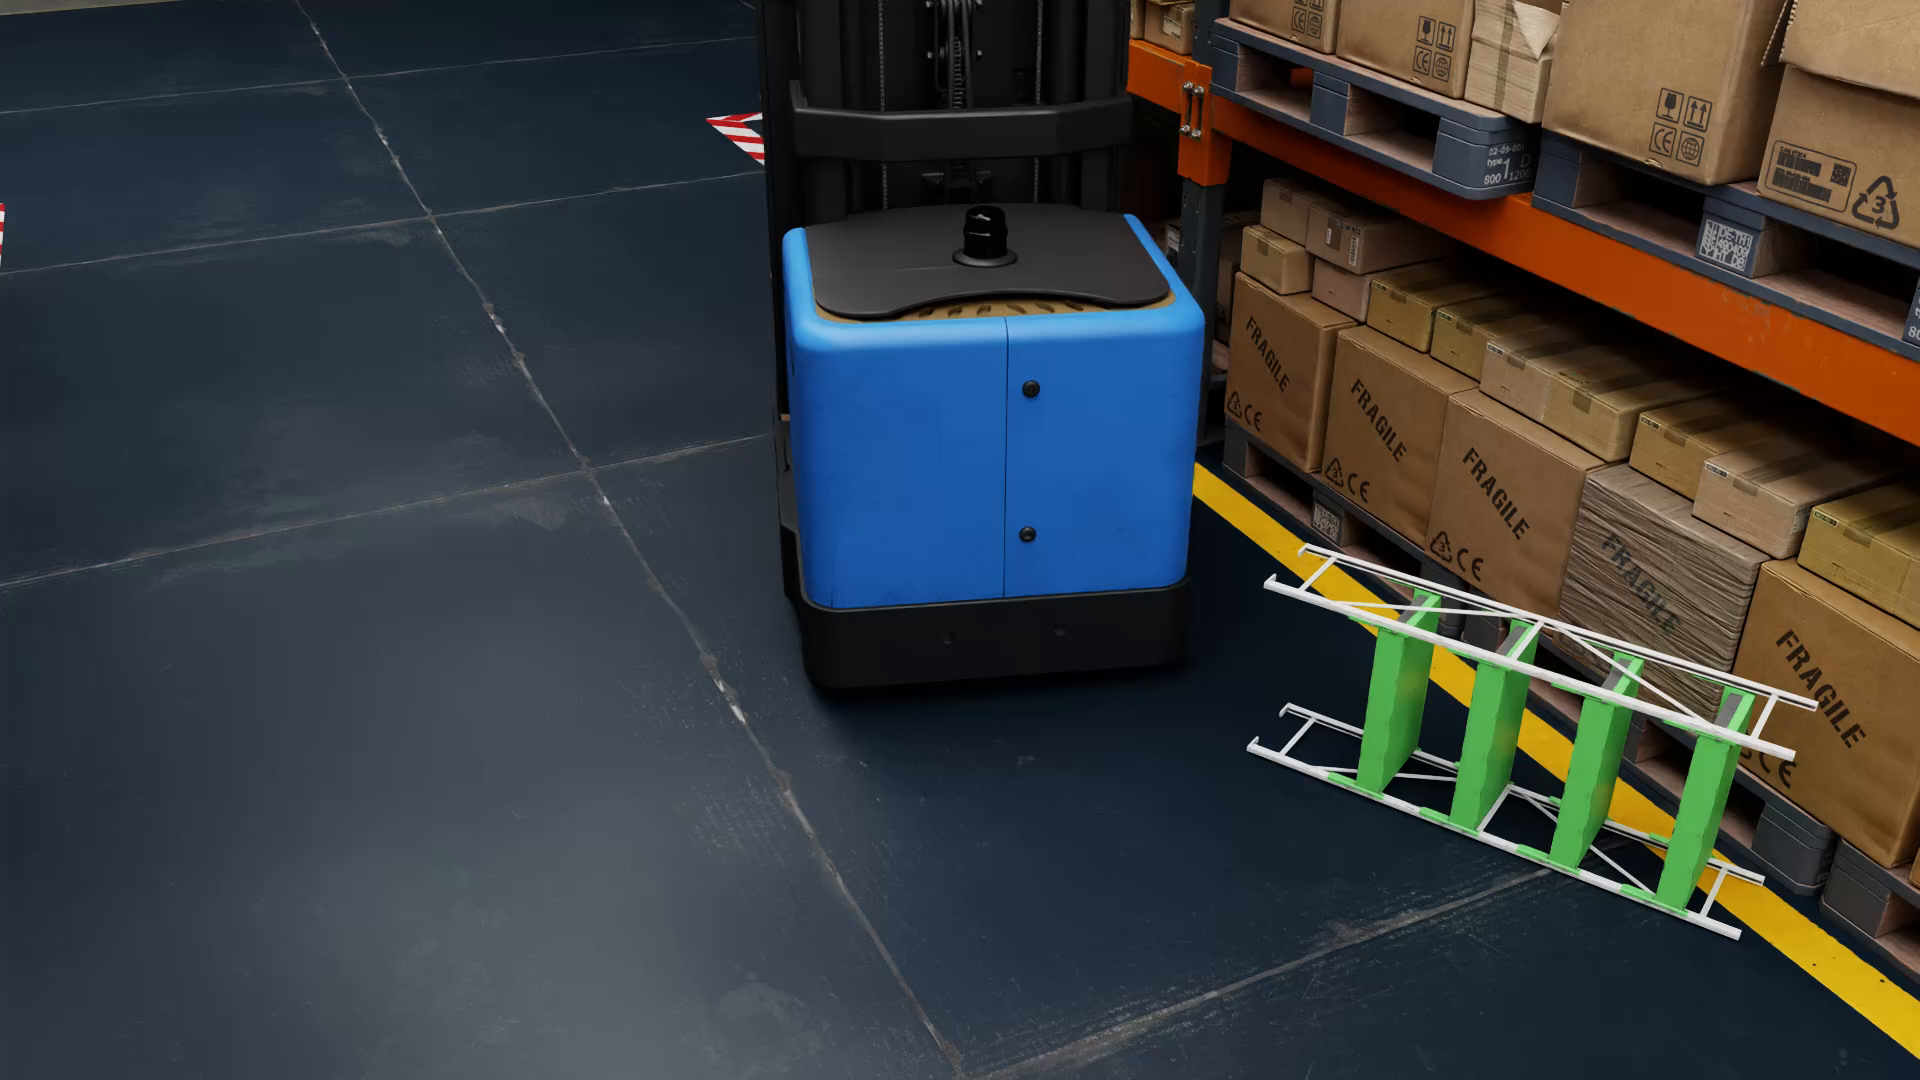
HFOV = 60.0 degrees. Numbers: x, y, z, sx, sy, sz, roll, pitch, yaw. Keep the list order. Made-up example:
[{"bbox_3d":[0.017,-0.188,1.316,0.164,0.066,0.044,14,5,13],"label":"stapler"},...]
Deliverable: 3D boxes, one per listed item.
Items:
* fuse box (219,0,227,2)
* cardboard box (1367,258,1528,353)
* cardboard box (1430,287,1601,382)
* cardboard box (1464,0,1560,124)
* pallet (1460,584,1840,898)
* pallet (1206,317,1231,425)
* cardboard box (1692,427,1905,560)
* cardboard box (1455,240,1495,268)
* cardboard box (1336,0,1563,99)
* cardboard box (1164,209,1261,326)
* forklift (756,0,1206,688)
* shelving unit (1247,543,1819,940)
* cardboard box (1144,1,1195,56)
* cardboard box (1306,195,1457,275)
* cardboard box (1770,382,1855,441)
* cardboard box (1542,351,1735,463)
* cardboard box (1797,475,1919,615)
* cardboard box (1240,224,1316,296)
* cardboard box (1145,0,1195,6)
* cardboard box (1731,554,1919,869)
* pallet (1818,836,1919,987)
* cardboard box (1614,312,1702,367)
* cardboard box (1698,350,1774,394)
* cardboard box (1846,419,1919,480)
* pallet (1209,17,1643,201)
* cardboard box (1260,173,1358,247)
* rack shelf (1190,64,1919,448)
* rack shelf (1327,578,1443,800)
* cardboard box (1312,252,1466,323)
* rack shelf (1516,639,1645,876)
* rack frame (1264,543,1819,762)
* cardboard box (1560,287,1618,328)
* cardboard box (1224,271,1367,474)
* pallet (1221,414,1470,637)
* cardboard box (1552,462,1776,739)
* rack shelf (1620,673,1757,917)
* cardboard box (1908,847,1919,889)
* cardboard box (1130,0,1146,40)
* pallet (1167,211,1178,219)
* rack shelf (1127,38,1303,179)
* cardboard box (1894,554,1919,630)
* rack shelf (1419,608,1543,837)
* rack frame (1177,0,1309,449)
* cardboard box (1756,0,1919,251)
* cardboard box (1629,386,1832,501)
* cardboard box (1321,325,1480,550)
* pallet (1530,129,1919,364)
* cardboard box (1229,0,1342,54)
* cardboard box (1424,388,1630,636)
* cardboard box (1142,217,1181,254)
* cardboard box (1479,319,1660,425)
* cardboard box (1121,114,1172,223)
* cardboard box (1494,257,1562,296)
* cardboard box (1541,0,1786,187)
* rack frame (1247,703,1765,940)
[{"bbox_3d":[-5.476,-4.771,12.009,0.539,1.711,0.414,-13,32,-22],"label":"fuse box"},{"bbox_3d":[1.428,-0.692,4.880,0.380,0.149,0.250,-15,33,-25],"label":"cardboard box"},{"bbox_3d":[1.557,-0.573,4.669,0.380,0.149,0.250,-14,32,-23],"label":"cardboard box"},{"bbox_3d":[1.454,-1.178,3.991,0.396,0.266,0.258,-12,31,-20],"label":"cardboard box"},{"bbox_3d":[2.116,0.360,4.392,1.003,0.211,1.213,-13,32,-22],"label":"pallet"},{"bbox_3d":[0.911,-0.835,6.523,1.003,0.211,1.213,-13,32,-22],"label":"pallet"},{"bbox_3d":[1.937,-0.113,3.847,0.380,0.149,0.250,-15,32,-24],"label":"cardboard box"},{"bbox_3d":[1.741,-0.906,5.262,0.380,0.149,0.250,-13,32,-22],"label":"cardboard box"},{"bbox_3d":[1.433,-1.485,4.299,0.700,0.500,0.500,-13,32,-21],"label":"cardboard box"},{"bbox_3d":[1.134,-1.099,6.463,0.500,0.311,0.500,-12,31,-20],"label":"cardboard box"},{"bbox_3d":[-0.079,-1.584,5.077,1.130,2.935,3.031,-4,29,-6],"label":"forklift"},{"bbox_3d":[1.294,0.445,3.928,1.200,0.503,0.258,19,35,30],"label":"shelving unit"},{"bbox_3d":[0.840,-1.726,5.517,0.380,0.149,0.250,-13,32,-21],"label":"cardboard box"},{"bbox_3d":[1.273,-0.934,5.007,0.380,0.149,0.250,-15,32,-24],"label":"cardboard box"},{"bbox_3d":[2.298,-0.340,4.253,0.380,0.149,0.250,-14,32,-24],"label":"cardboard box"},{"bbox_3d":[1.735,-0.345,4.262,0.380,0.149,0.250,-12,31,-20],"label":"cardboard box"},{"bbox_3d":[2.083,0.003,3.641,0.380,0.149,0.250,-14,32,-23],"label":"cardboard box"},{"bbox_3d":[1.118,-0.909,5.267,0.380,0.149,0.250,-12,31,-20],"label":"cardboard box"},{"bbox_3d":[0.766,-1.985,5.573,0.500,0.250,0.500,-12,32,-21],"label":"cardboard box"},{"bbox_3d":[2.114,0.331,3.719,0.500,0.500,0.500,-12,31,-20],"label":"cardboard box"},{"bbox_3d":[2.635,0.898,3.432,1.003,0.211,1.213,-13,32,-22],"label":"pallet"},{"bbox_3d":[2.056,-0.560,4.645,0.380,0.149,0.250,-12,32,-21],"label":"cardboard box"},{"bbox_3d":[2.217,-0.458,4.464,0.380,0.149,0.250,-13,32,-21],"label":"cardboard box"},{"bbox_3d":[2.376,-0.212,4.024,0.380,0.149,0.250,-13,32,-22],"label":"cardboard box"},{"bbox_3d":[1.449,-1.288,4.676,1.003,0.211,1.213,-13,32,-22],"label":"pallet"},{"bbox_3d":[1.173,-1.051,5.217,0.380,0.149,0.250,-14,32,-23],"label":"cardboard box"},{"bbox_3d":[2.063,-0.550,3.900,1.077,0.370,4.000,-13,32,-22],"label":"rack shelf"},{"bbox_3d":[1.047,0.359,4.082,0.148,0.480,0.258,19,35,30],"label":"rack shelf"},{"bbox_3d":[1.307,-0.803,5.078,0.380,0.149,0.250,-14,32,-23],"label":"cardboard box"},{"bbox_3d":[1.438,0.495,3.839,0.148,0.480,0.258,19,35,30],"label":"rack shelf"},{"bbox_3d":[1.294,0.232,3.809,1.200,0.015,0.240,19,35,30],"label":"rack frame"},{"bbox_3d":[1.987,-0.693,4.882,0.380,0.149,0.250,-15,32,-24],"label":"cardboard box"},{"bbox_3d":[1.209,-0.579,5.343,0.500,0.500,0.500,-12,31,-20],"label":"cardboard box"},{"bbox_3d":[1.588,-0.180,5.355,1.003,0.211,1.213,-13,32,-22],"label":"pallet"},{"bbox_3d":[1.874,0.106,4.121,0.500,0.500,0.500,-14,32,-24],"label":"cardboard box"},{"bbox_3d":[1.633,0.563,3.717,0.148,0.480,0.258,19,35,30],"label":"rack shelf"},{"bbox_3d":[2.341,0.562,3.308,0.500,0.500,0.500,-14,32,-23],"label":"cardboard box"},{"bbox_3d":[0.708,-1.836,5.714,0.380,0.149,0.250,-12,32,-21],"label":"cardboard box"},{"bbox_3d":[0.383,-1.374,7.485,1.003,0.211,1.213,-13,32,-22],"label":"pallet"},{"bbox_3d":[0.346,-2.317,7.051,1.077,0.370,4.000,-13,32,-22],"label":"rack shelf"},{"bbox_3d":[2.190,0.113,3.445,0.380,0.149,0.250,-12,31,-21],"label":"cardboard box"},{"bbox_3d":[1.242,0.427,3.960,0.148,0.480,0.258,19,35,30],"label":"rack shelf"},{"bbox_3d":[1.205,-1.747,5.299,1.000,3.000,0.127,-13,32,-22],"label":"rack frame"},{"bbox_3d":[2.054,-0.891,3.237,0.797,0.503,0.637,-14,32,-23],"label":"cardboard box"},{"bbox_3d":[1.878,-0.232,4.060,0.380,0.149,0.250,-13,32,-22],"label":"cardboard box"},{"bbox_3d":[1.446,-0.346,4.927,0.500,0.500,0.500,-14,32,-23],"label":"cardboard box"},{"bbox_3d":[2.083,-0.755,3.725,1.003,0.211,1.213,-13,32,-22],"label":"pallet"},{"bbox_3d":[1.210,-1.713,4.707,0.700,0.500,0.500,-12,32,-21],"label":"cardboard box"},{"bbox_3d":[1.657,-0.125,4.532,0.500,0.500,0.500,-14,32,-23],"label":"cardboard box"},{"bbox_3d":[0.948,-1.220,6.844,0.380,0.149,0.250,-14,32,-23],"label":"cardboard box"},{"bbox_3d":[1.631,-0.455,4.458,0.380,0.149,0.250,-13,32,-22],"label":"cardboard box"},{"bbox_3d":[0.442,-1.473,6.936,0.700,0.500,0.500,-14,32,-24],"label":"cardboard box"},{"bbox_3d":[1.853,-0.800,5.074,0.380,0.149,0.250,-13,32,-21],"label":"cardboard box"},{"bbox_3d":[1.769,-1.138,3.681,0.700,0.500,0.500,-13,32,-22],"label":"cardboard box"},{"bbox_3d":[1.294,0.658,4.047,1.200,0.015,0.240,19,35,30],"label":"rack frame"}]
